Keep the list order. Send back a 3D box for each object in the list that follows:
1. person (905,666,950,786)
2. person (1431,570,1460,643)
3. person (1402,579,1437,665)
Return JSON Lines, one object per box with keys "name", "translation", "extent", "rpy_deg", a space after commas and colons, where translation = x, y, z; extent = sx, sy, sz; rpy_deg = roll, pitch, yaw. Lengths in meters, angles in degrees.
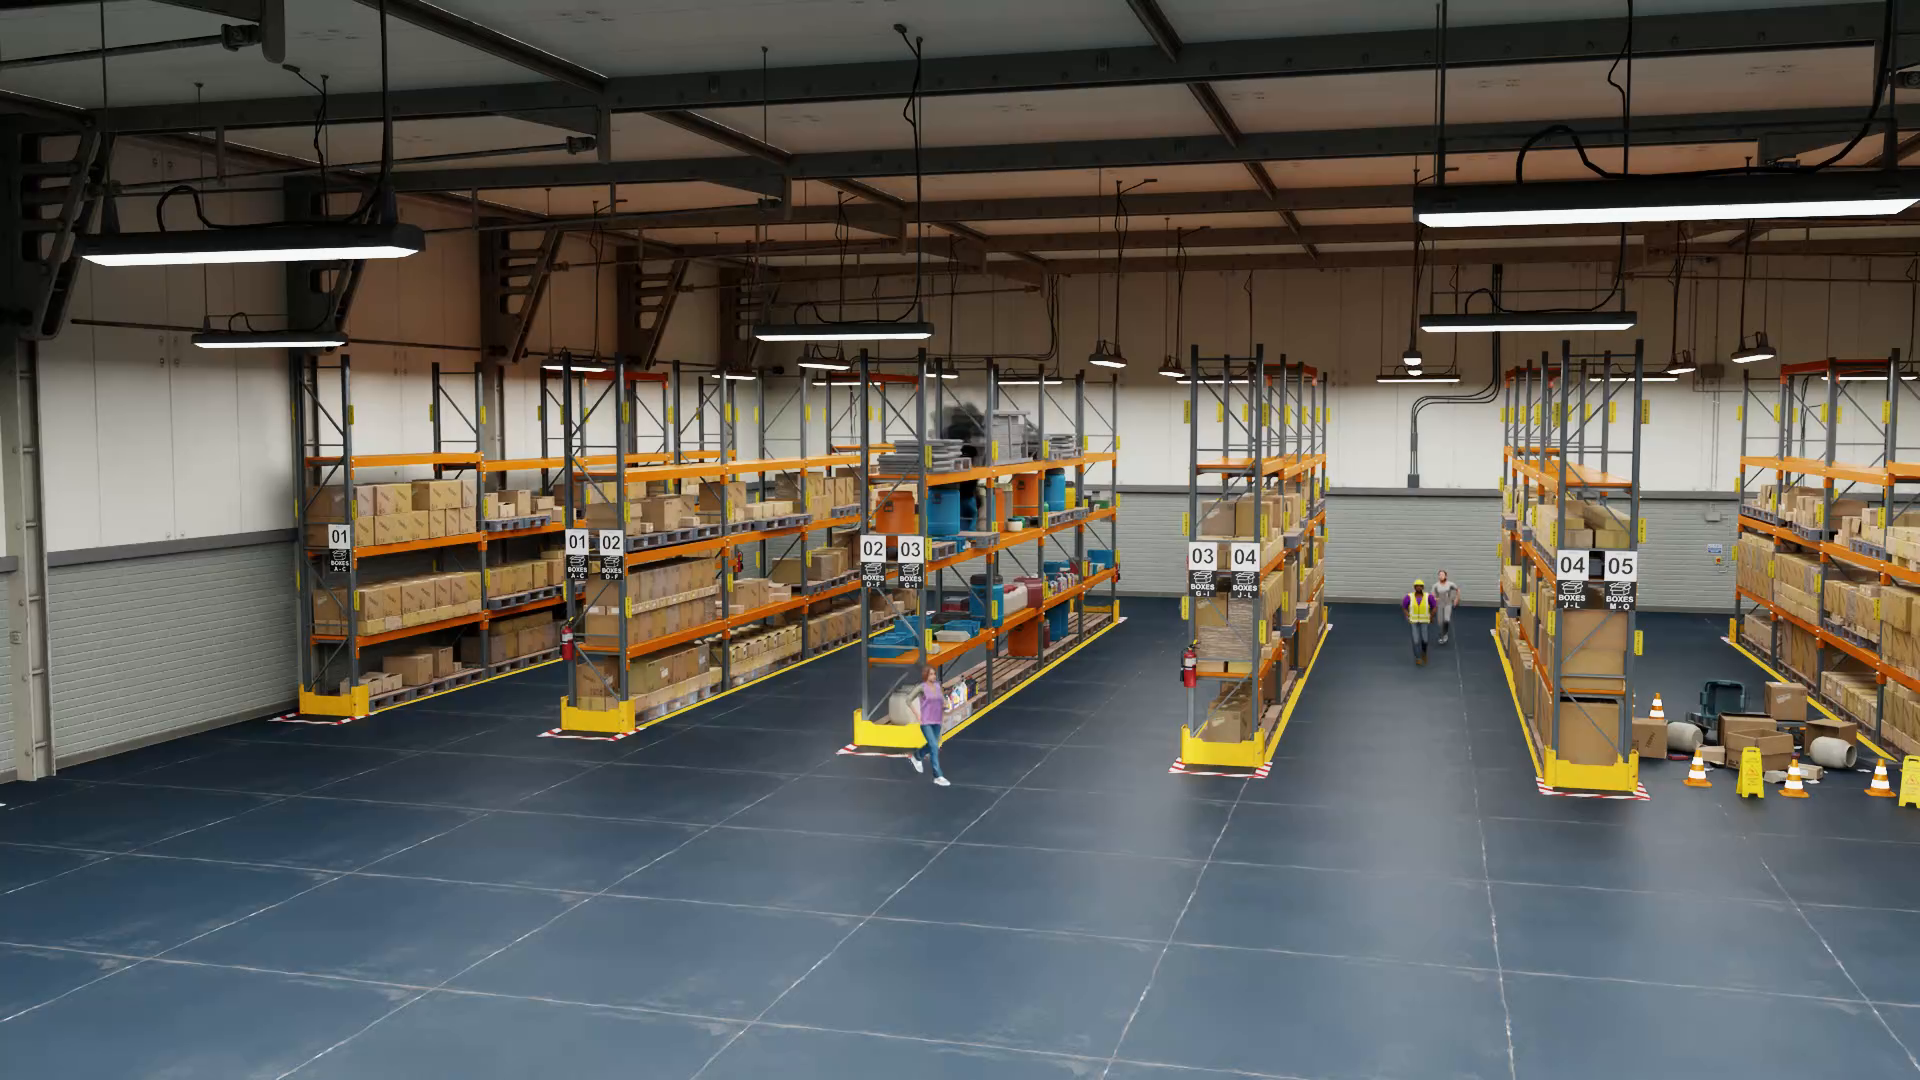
{"name": "person", "translation": [-0.422, 2.496, 22.628], "extent": [0.541, 1.578, 0.886], "rpy_deg": [-4, 6, -41]}
{"name": "person", "translation": [10.532, 1.462, 36.146], "extent": [0.579, 1.615, 0.764], "rpy_deg": [2, 5, 23]}
{"name": "person", "translation": [9.162, 1.649, 33.173], "extent": [0.674, 1.719, 0.524], "rpy_deg": [1, 4, 16]}
